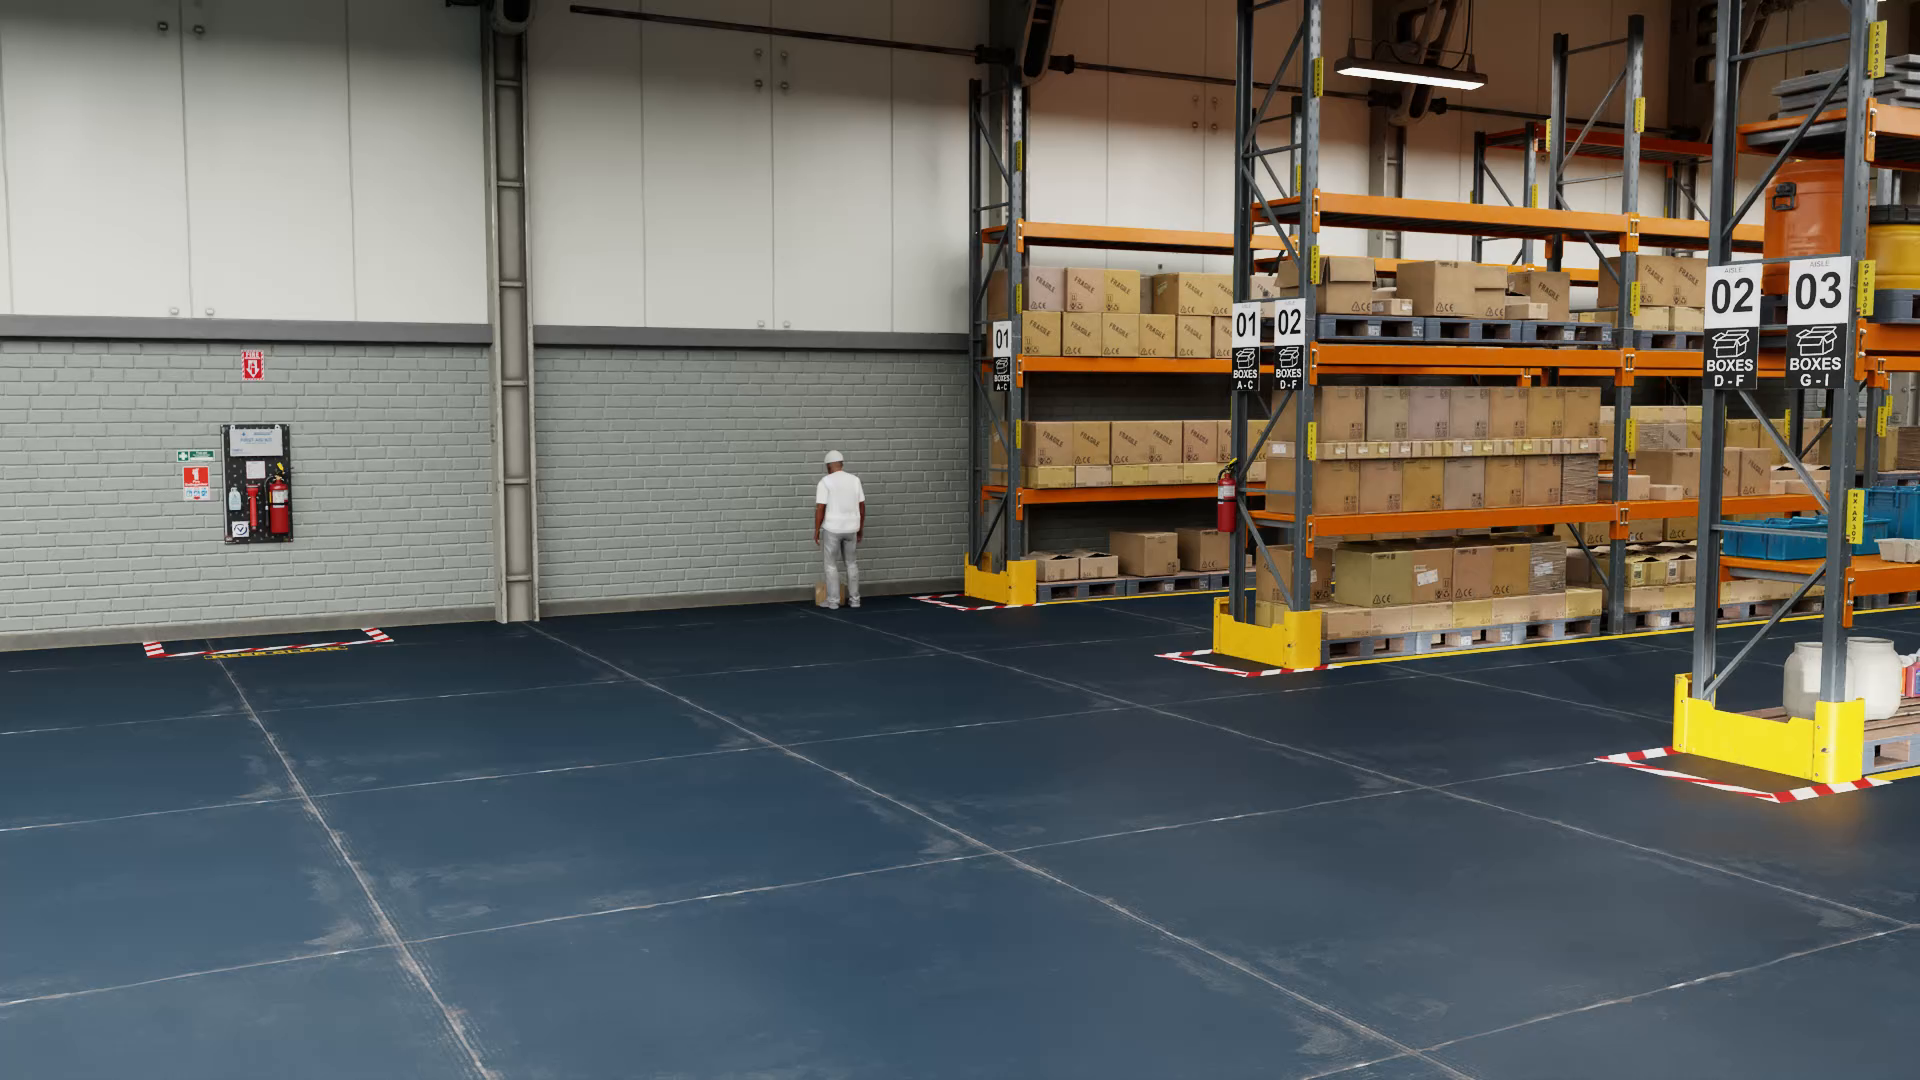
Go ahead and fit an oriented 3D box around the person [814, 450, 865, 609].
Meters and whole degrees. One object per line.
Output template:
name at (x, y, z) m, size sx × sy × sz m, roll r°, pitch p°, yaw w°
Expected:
person at (-1.352, -0.121, 18.550) m, size 0.621 × 1.759 × 0.461 m, roll -3°, pitch 6°, yaw -31°
